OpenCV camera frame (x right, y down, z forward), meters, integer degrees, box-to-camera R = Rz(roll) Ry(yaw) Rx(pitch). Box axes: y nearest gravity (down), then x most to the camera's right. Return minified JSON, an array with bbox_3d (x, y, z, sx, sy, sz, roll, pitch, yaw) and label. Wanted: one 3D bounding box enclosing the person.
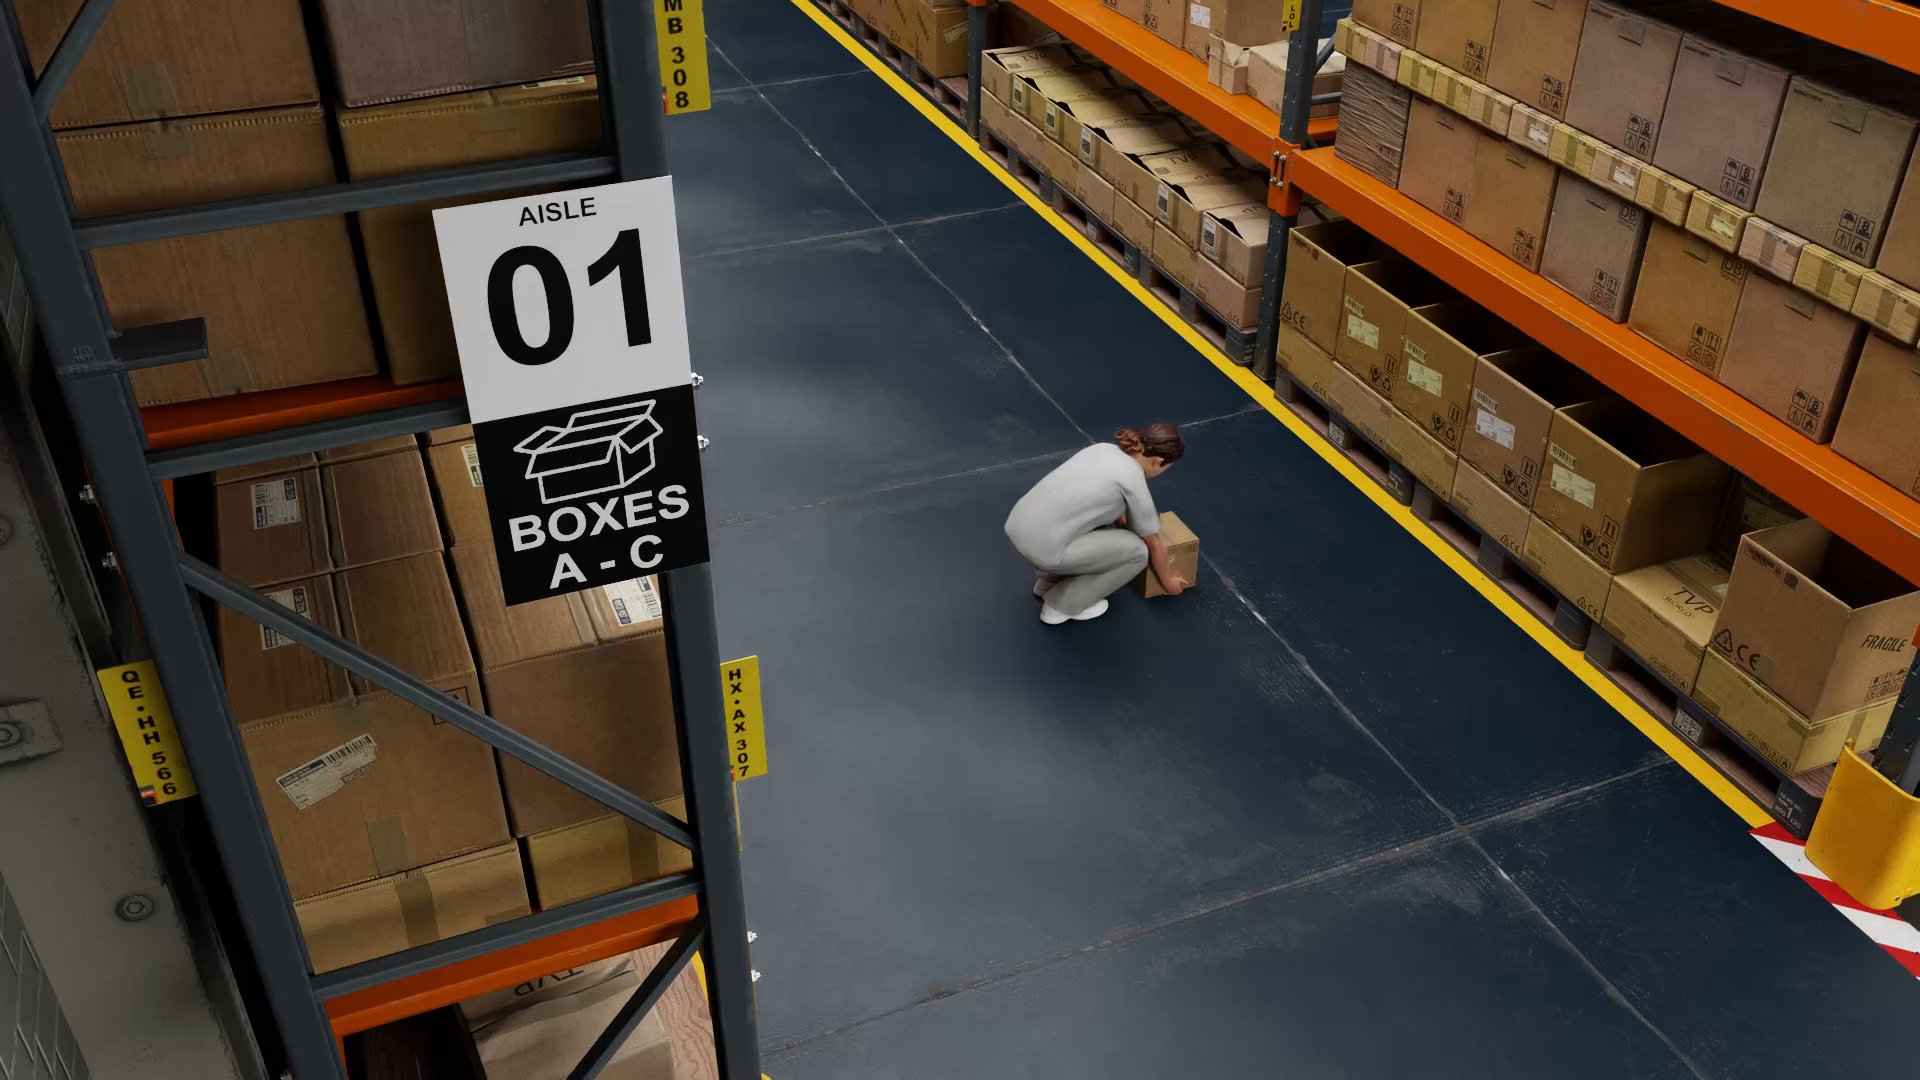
[{"bbox_3d":[0.590,-0.065,7.109,0.819,0.812,0.466,-13,36,-19],"label":"person"}]
